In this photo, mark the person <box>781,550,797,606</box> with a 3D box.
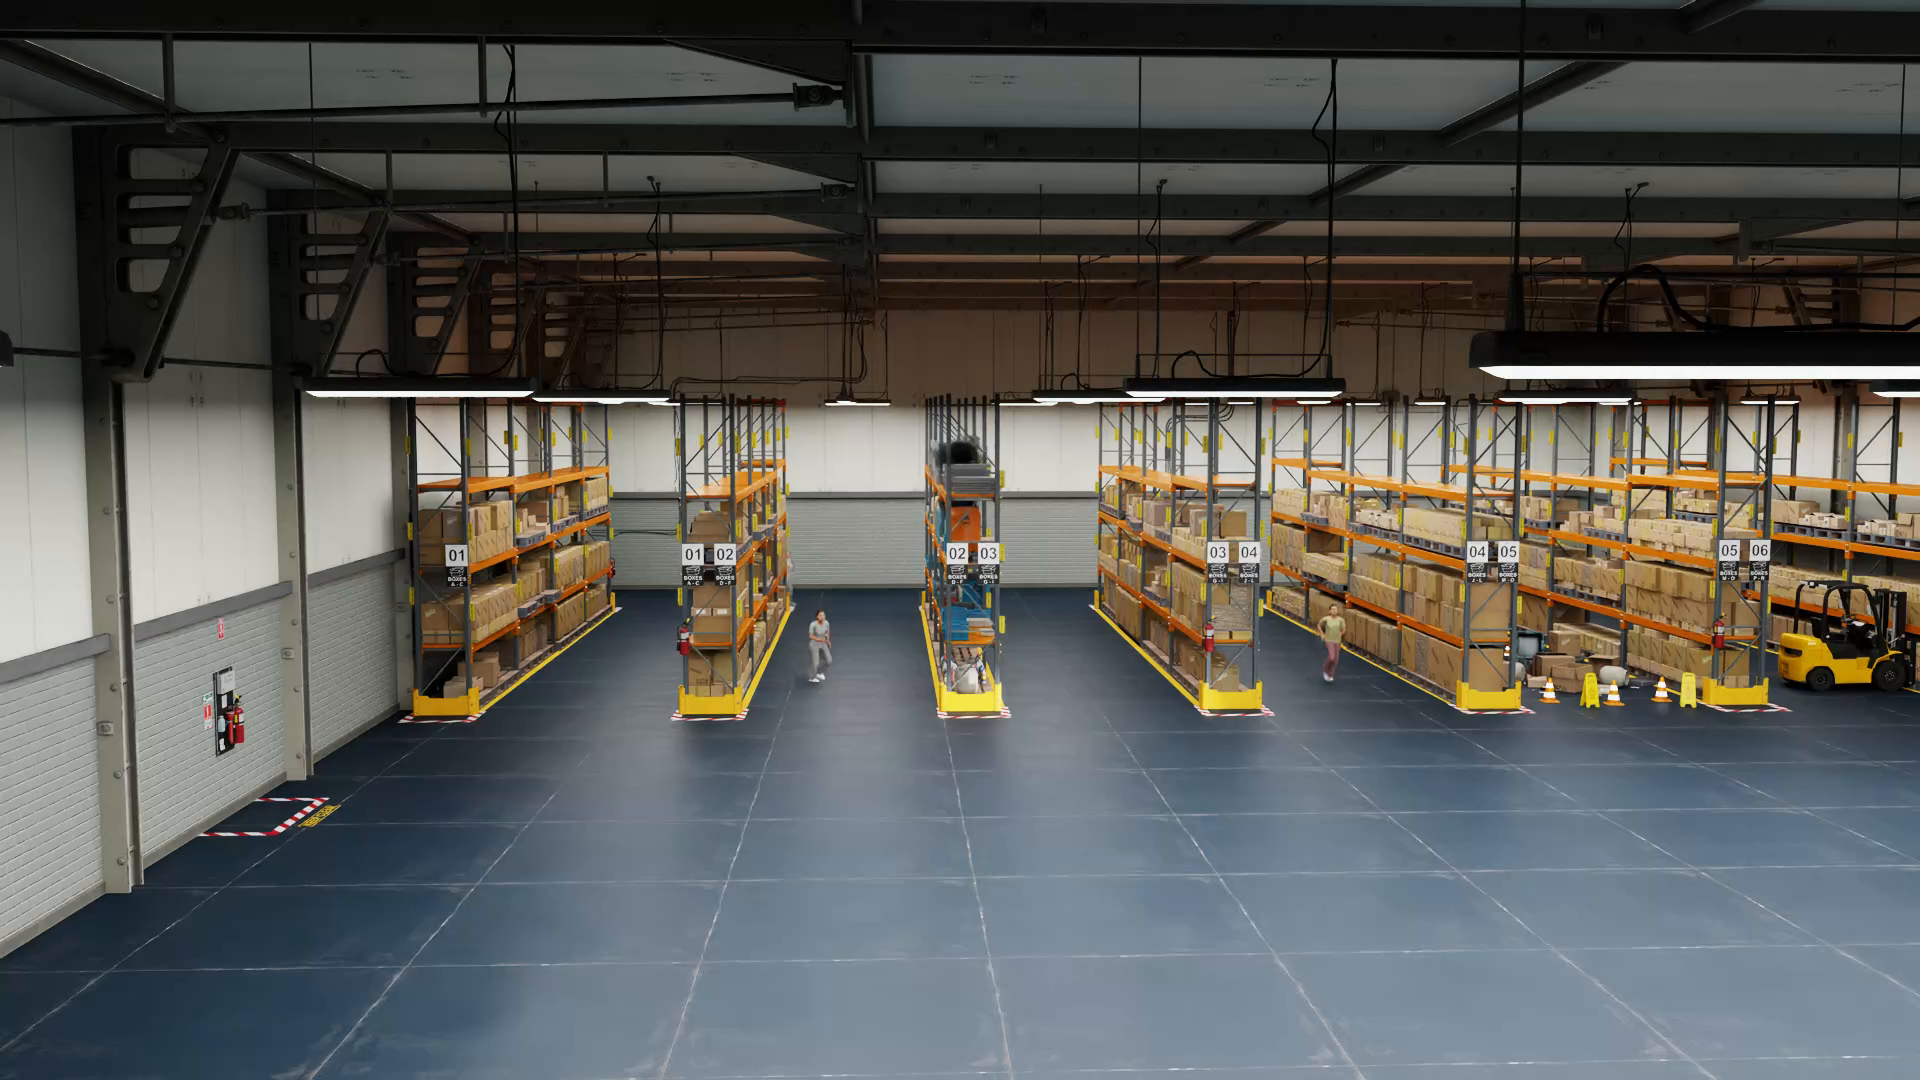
[{"bbox_3d":[-5.126,1.092,48.303,0.734,1.657,0.616,0,5,6],"label":"person"}]

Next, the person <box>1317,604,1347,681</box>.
[{"bbox_3d":[7.800,2.151,34.727,0.548,1.631,0.608,0,5,-5],"label":"person"}]

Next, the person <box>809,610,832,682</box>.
[{"bbox_3d":[-2.917,2.215,34.615,0.562,1.561,0.755,-3,5,-34],"label":"person"}]

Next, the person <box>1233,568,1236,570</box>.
[{"bbox_3d":[8.102,0.946,50.035,0.608,1.739,0.710,1,5,13],"label":"person"}]
